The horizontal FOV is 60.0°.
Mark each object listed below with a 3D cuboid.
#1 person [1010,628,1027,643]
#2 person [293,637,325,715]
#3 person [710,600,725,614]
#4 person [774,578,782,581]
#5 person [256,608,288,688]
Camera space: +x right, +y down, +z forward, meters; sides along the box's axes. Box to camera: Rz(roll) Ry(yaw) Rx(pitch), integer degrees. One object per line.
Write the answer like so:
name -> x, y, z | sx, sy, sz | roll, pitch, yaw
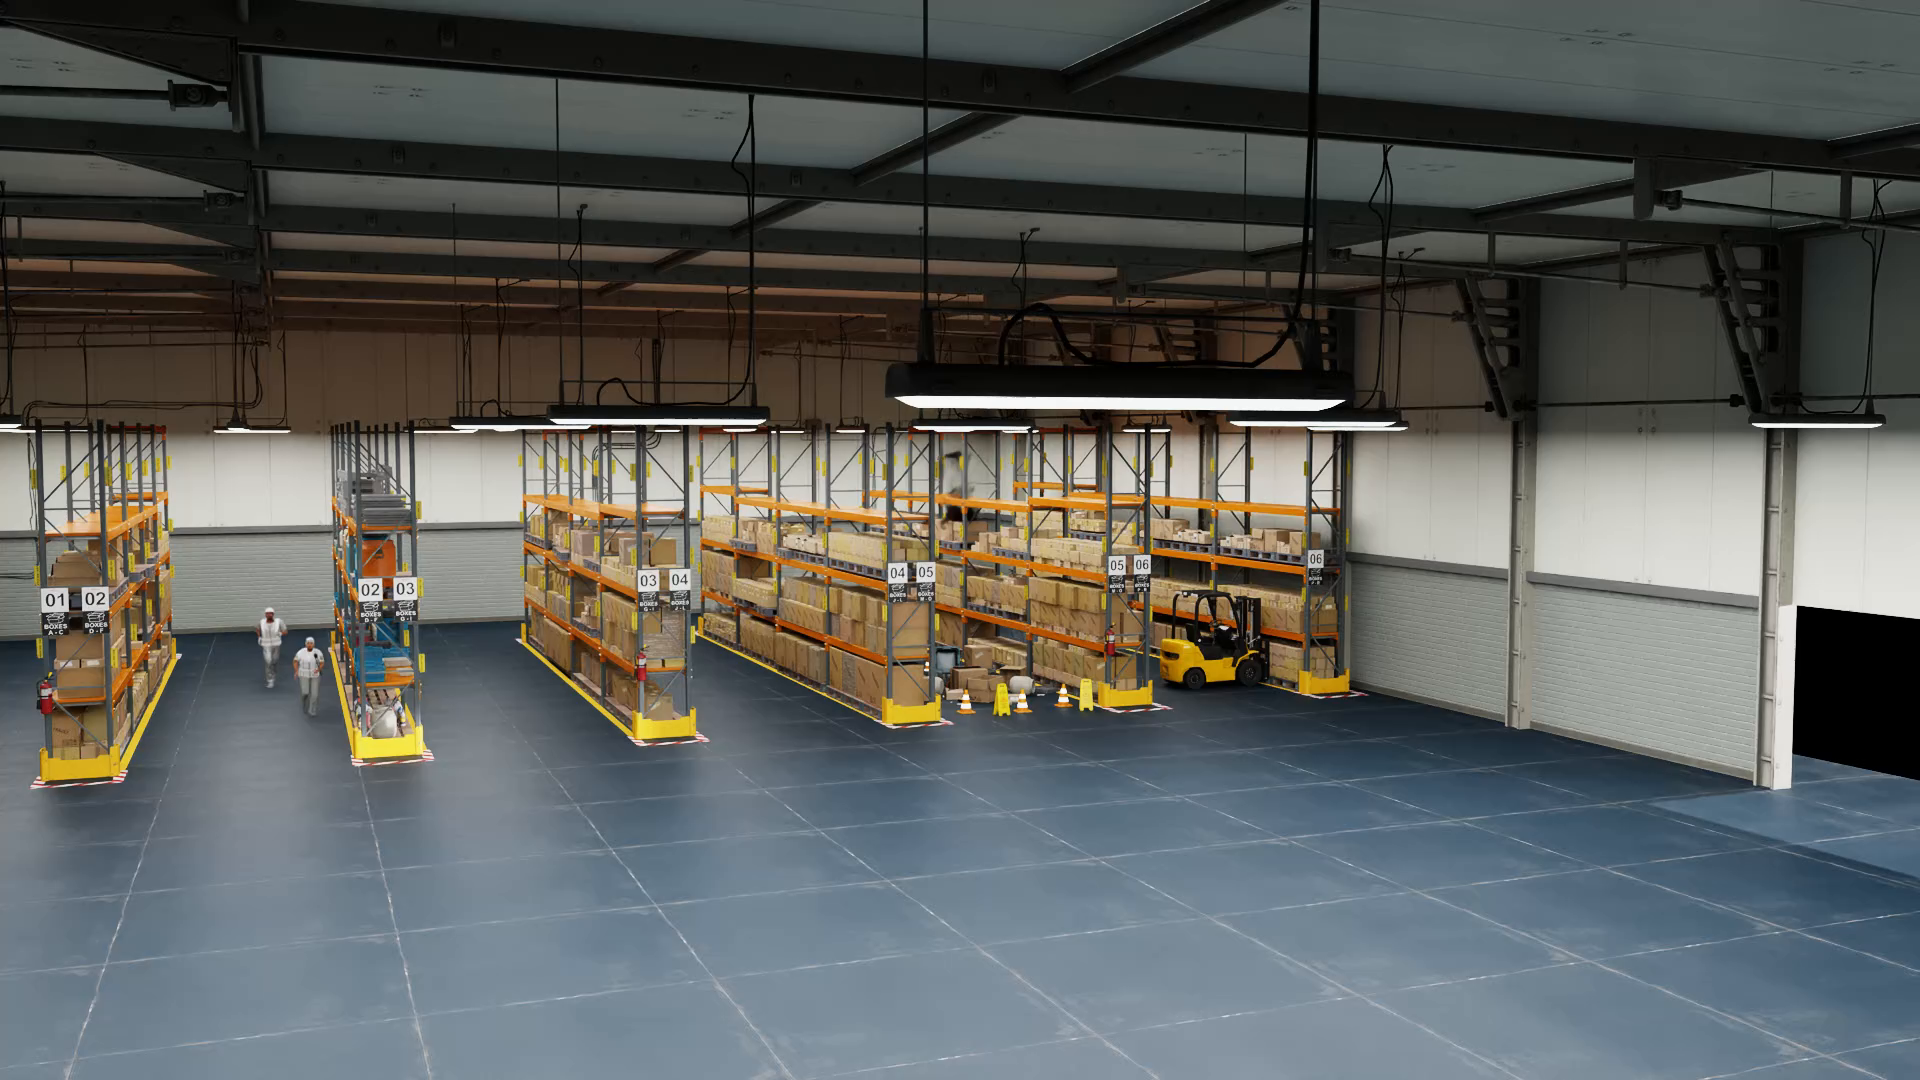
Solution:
person -> 1.598, 2.066, 44.464 | 0.657, 1.825, 0.715 | -2, 4, -24
person -> -13.257, 2.787, 33.892 | 0.589, 1.614, 0.652 | -2, 4, -24
person -> -7.155, 1.768, 49.476 | 0.830, 1.818, 0.677 | -2, 4, -31
person -> -5.263, 1.884, 48.439 | 0.591, 1.627, 0.590 | -3, 5, -41
person -> -15.772, 2.442, 38.142 | 0.661, 1.808, 0.922 | -2, 4, -26
